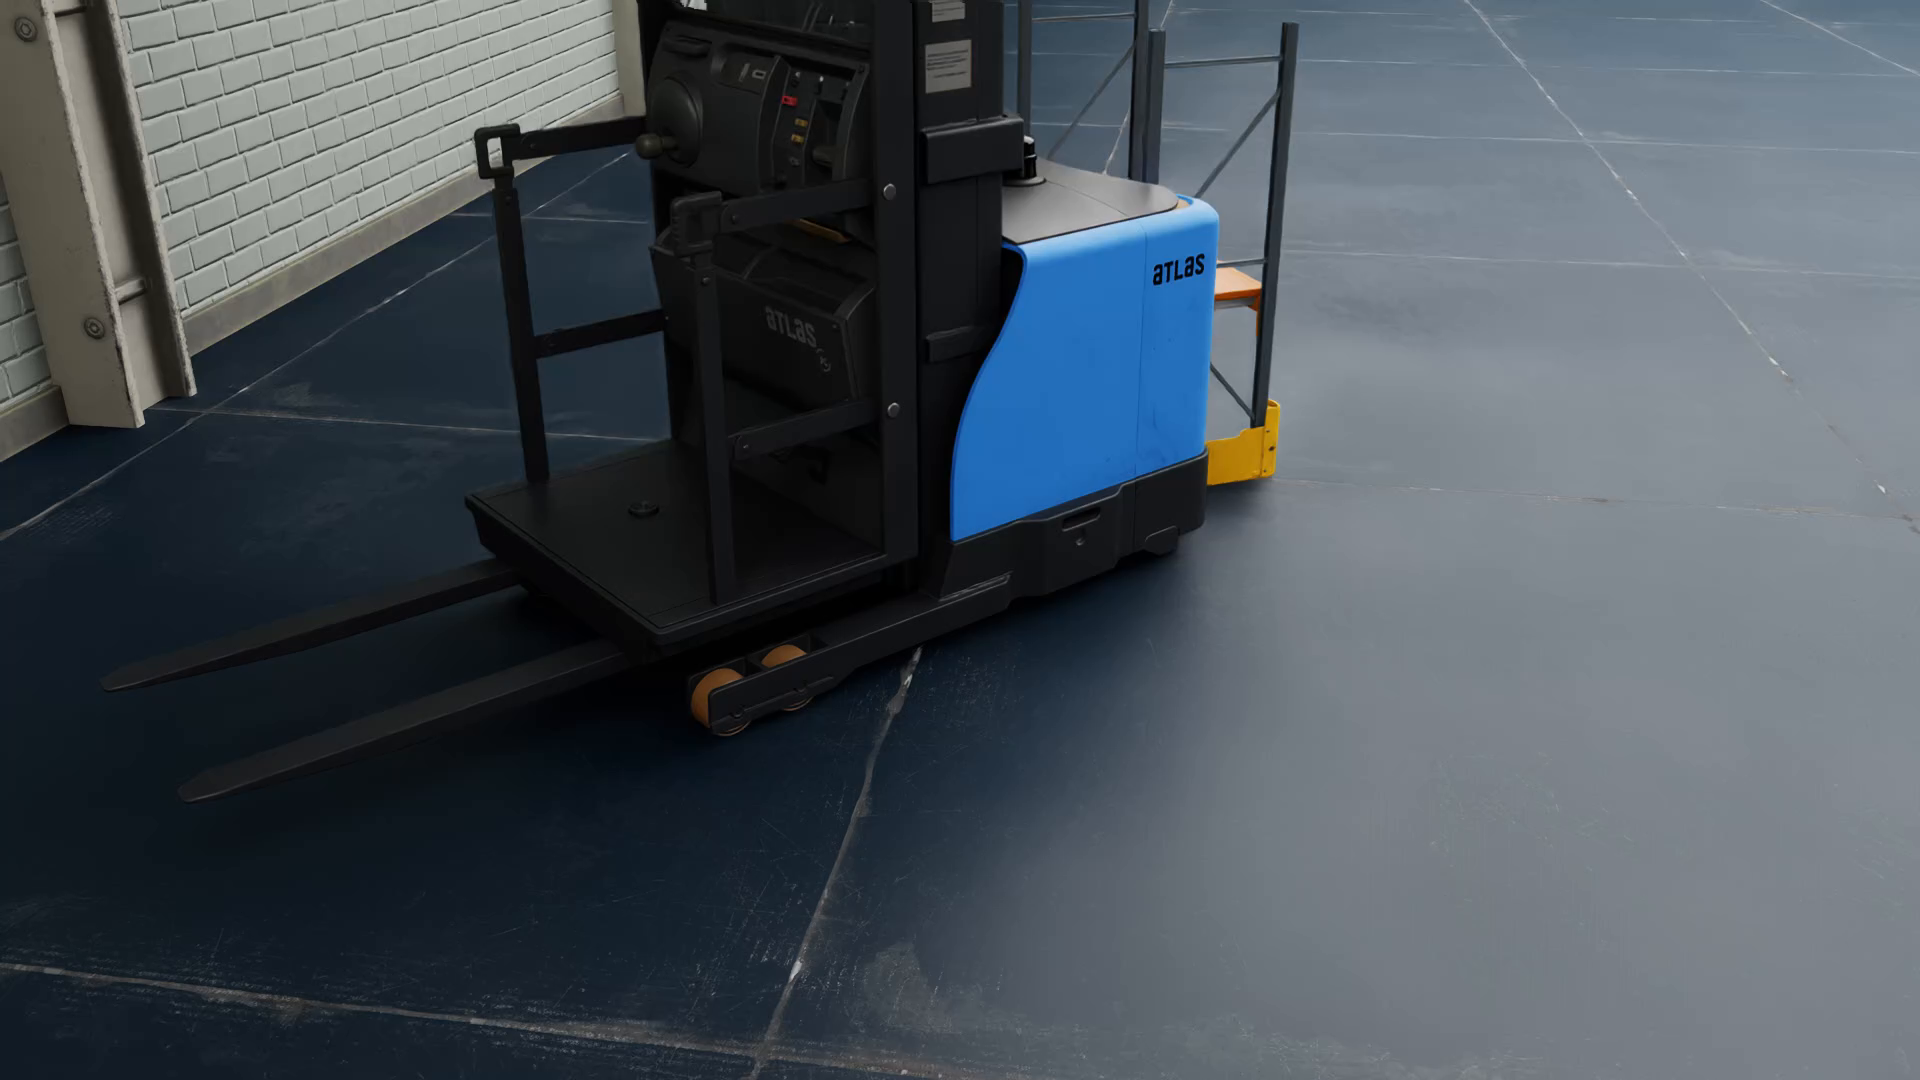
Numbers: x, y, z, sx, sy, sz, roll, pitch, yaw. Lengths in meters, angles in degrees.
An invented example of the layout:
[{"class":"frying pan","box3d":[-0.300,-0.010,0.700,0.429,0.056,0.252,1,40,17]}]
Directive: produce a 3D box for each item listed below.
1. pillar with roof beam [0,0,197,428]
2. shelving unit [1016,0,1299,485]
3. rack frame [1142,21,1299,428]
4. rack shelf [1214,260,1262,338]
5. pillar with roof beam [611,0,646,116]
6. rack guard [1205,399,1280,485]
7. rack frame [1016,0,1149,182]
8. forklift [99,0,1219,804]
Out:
[{"class":"pillar with roof beam","box3d":[1.093,-4.283,3.784,9.100,9.000,0.400,4,25,9]},{"class":"shelving unit","box3d":[0.626,-1.075,5.777,0.587,1.500,1.083,-9,27,-19]},{"class":"rack frame","box3d":[0.803,-0.877,5.354,0.500,1.500,0.032,-9,27,-19]},{"class":"rack shelf","box3d":[0.623,-0.915,5.861,0.538,0.185,1.000,-9,27,-19]},{"class":"pillar with roof beam","box3d":[2.074,-6.792,9.146,9.100,9.000,0.400,4,25,9]},{"class":"rack guard","box3d":[0.802,-0.311,5.620,0.587,0.250,0.087,-9,27,-19]},{"class":"rack frame","box3d":[0.443,-1.280,6.215,0.500,1.500,0.032,-9,27,-19]},{"class":"forklift","box3d":[-0.692,-1.085,4.111,3.031,2.935,1.130,-19,31,-35]}]
